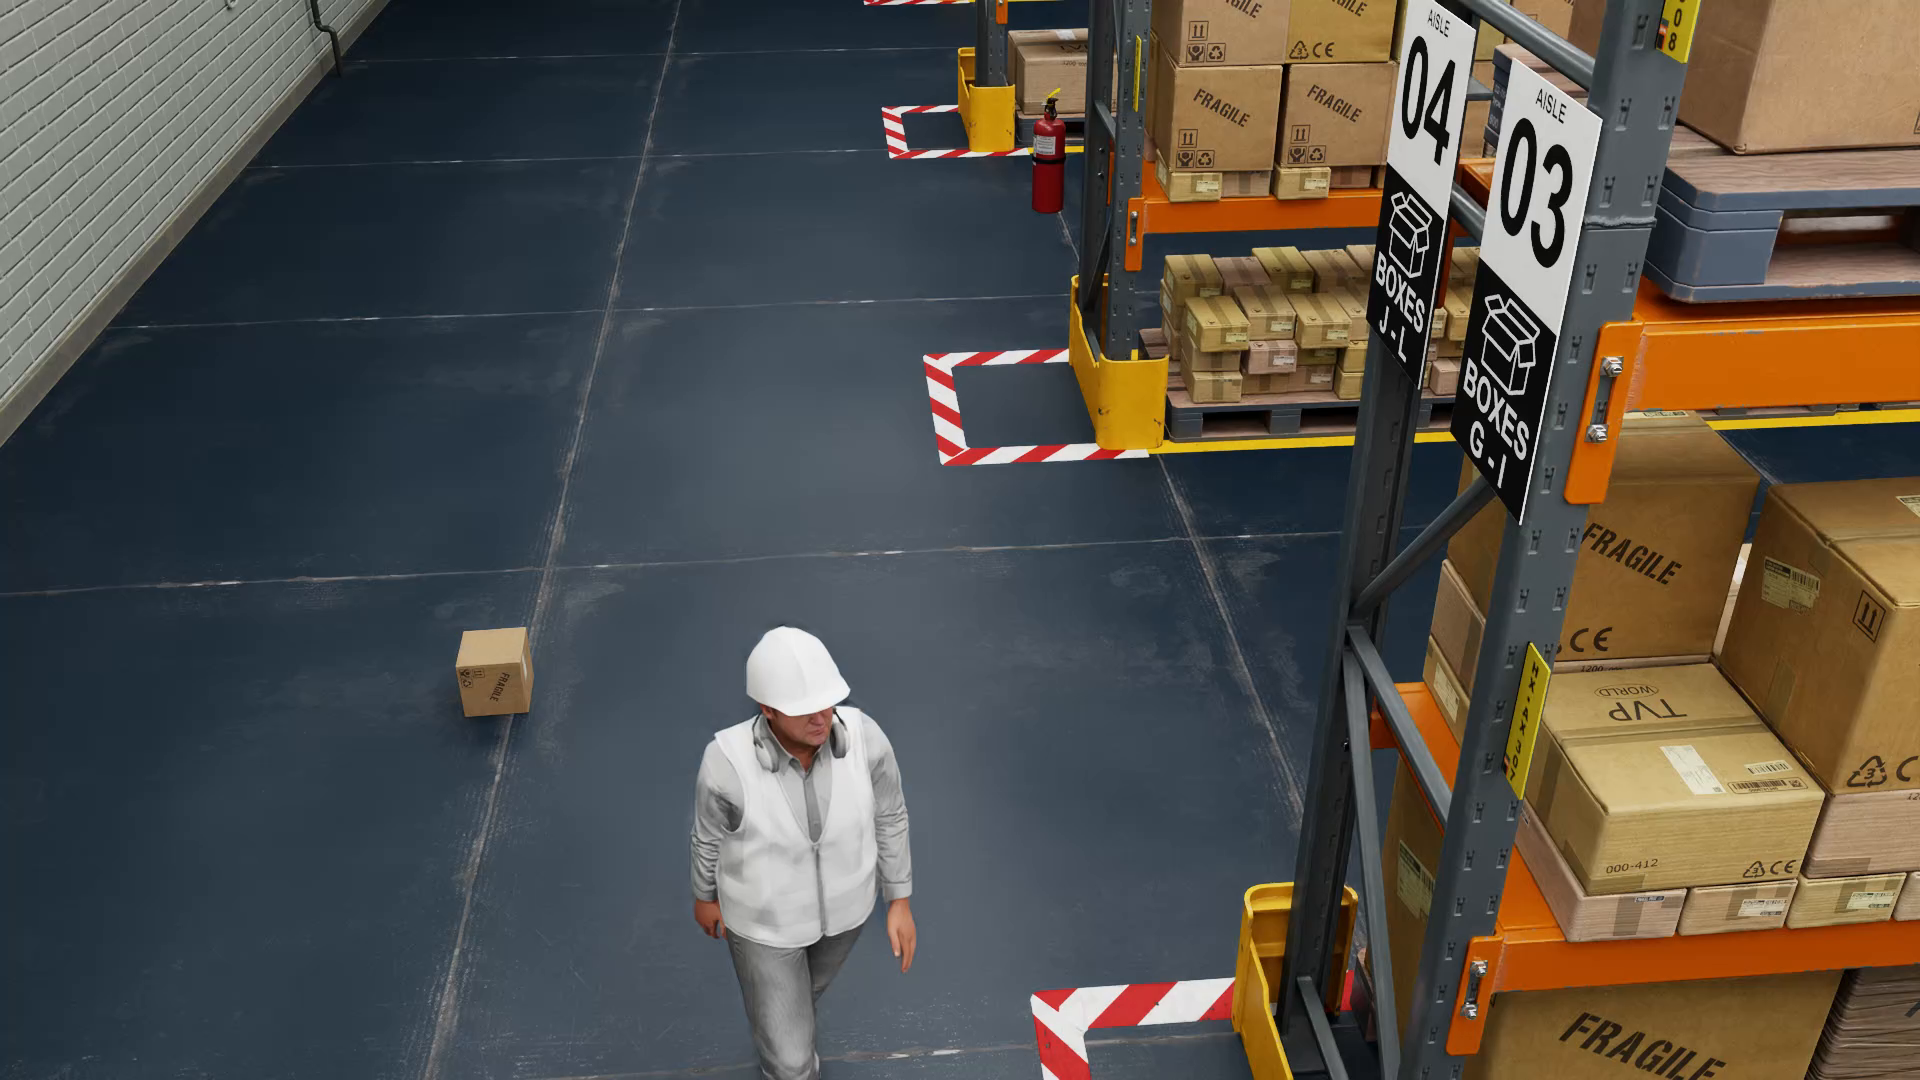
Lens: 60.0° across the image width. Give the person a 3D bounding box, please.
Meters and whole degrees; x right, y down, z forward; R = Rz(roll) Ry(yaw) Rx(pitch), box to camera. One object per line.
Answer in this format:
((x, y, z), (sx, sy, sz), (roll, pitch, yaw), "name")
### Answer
((-0.376, 0.990, 4.431), (0.556, 1.727, 0.978), (-15, 34, -24), "person")
